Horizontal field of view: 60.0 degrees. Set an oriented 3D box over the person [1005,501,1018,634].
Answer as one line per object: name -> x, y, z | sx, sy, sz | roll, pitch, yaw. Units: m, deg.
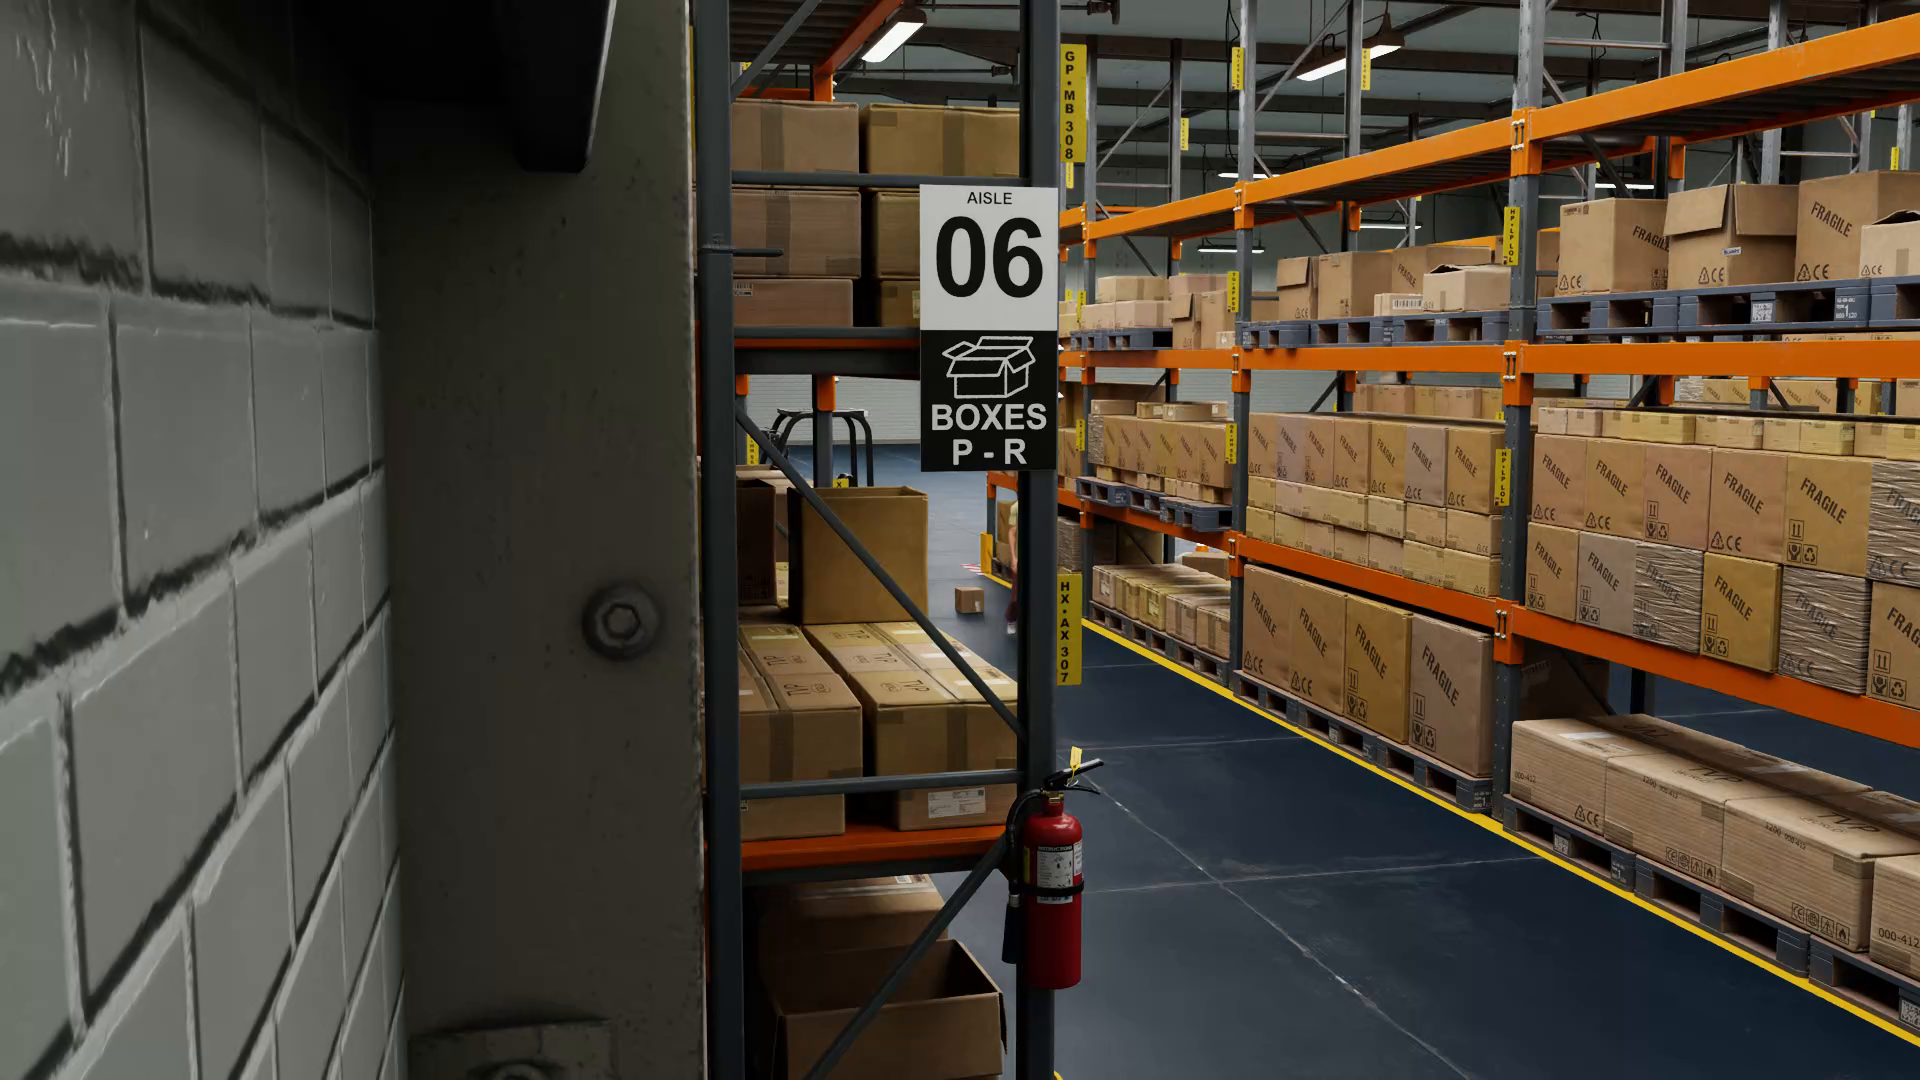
person -> 0.664, 0.175, 15.751 | 0.440, 1.630, 0.926 | -1, 6, -12
